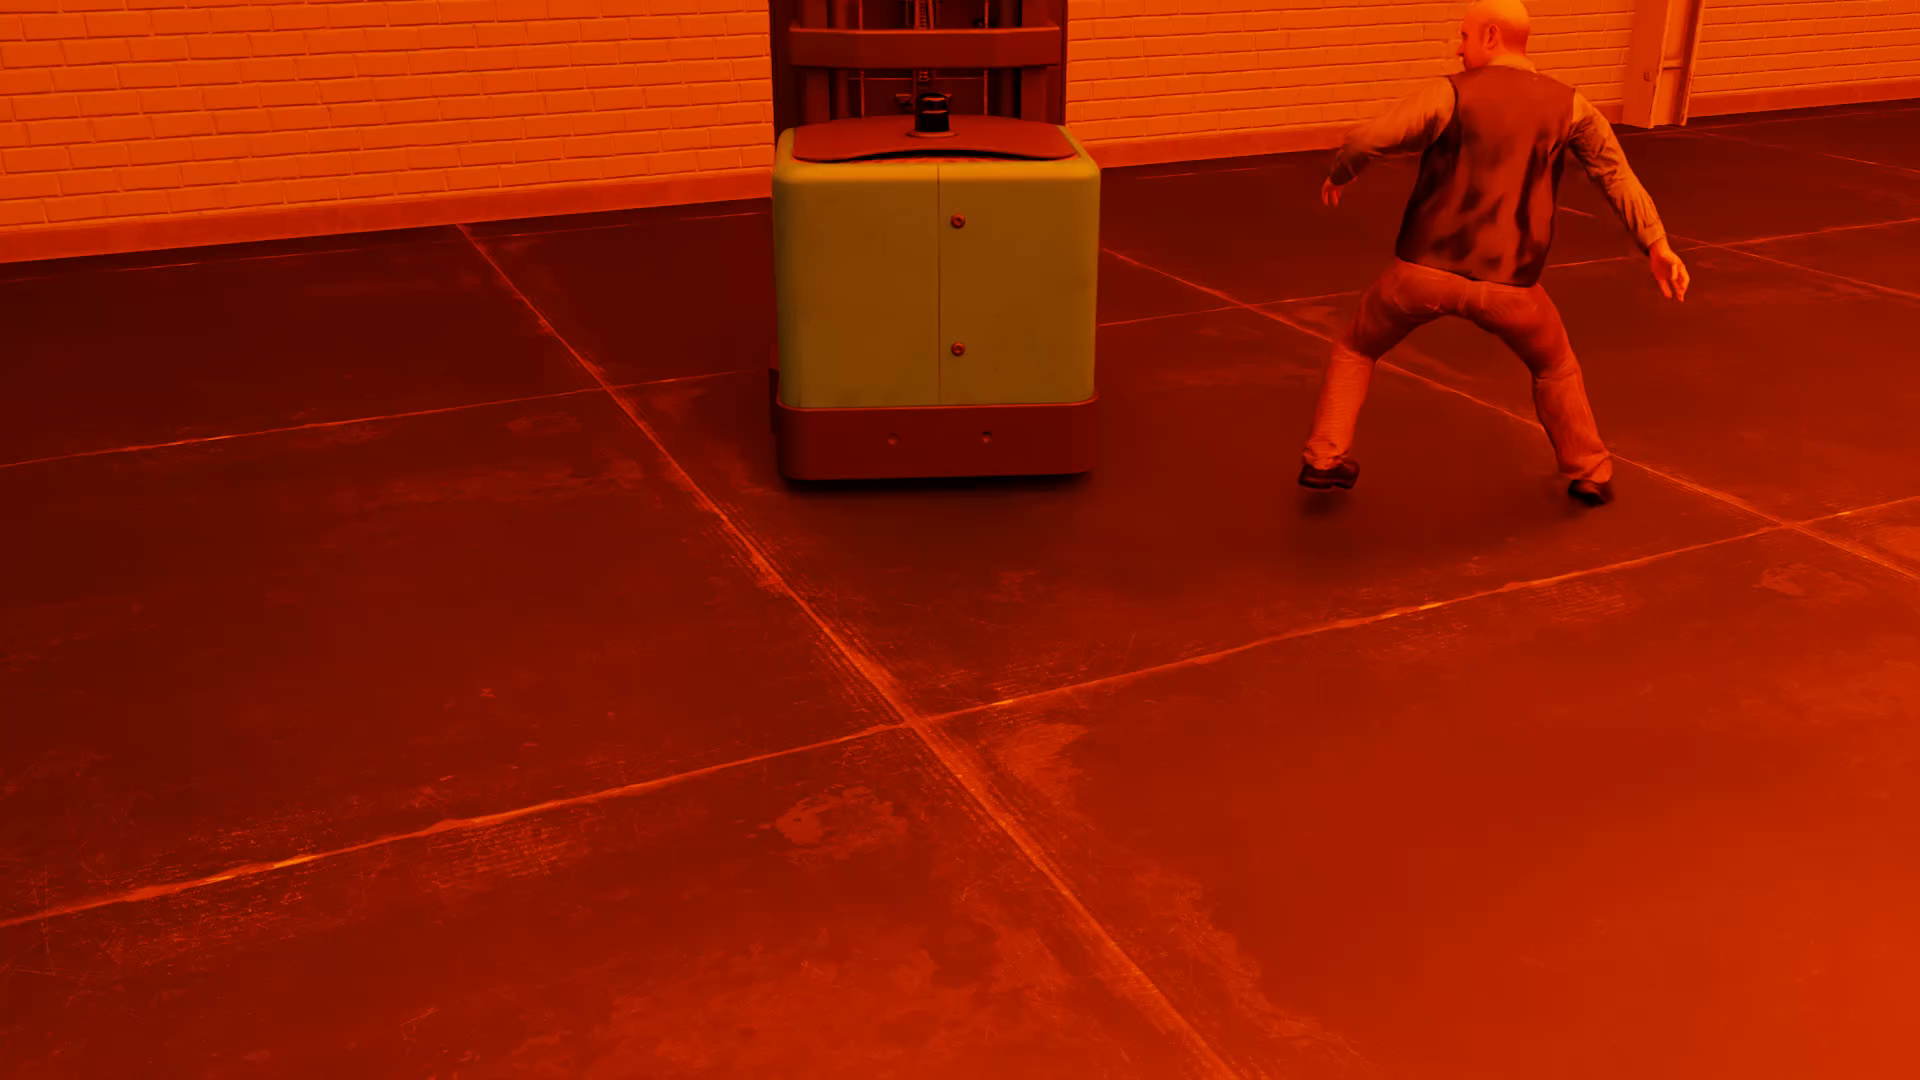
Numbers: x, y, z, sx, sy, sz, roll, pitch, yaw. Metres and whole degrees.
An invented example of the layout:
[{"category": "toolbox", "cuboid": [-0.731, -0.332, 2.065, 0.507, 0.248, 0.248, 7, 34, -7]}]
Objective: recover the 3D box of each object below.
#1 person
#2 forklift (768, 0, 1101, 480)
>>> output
[{"category": "person", "cuboid": [1.633, -0.794, 5.136, 1.068, 1.679, 0.564, 5, 23, 13]}, {"category": "forklift", "cuboid": [-0.168, -2.070, 6.269, 1.130, 2.935, 3.031, -2, 23, -4]}]
